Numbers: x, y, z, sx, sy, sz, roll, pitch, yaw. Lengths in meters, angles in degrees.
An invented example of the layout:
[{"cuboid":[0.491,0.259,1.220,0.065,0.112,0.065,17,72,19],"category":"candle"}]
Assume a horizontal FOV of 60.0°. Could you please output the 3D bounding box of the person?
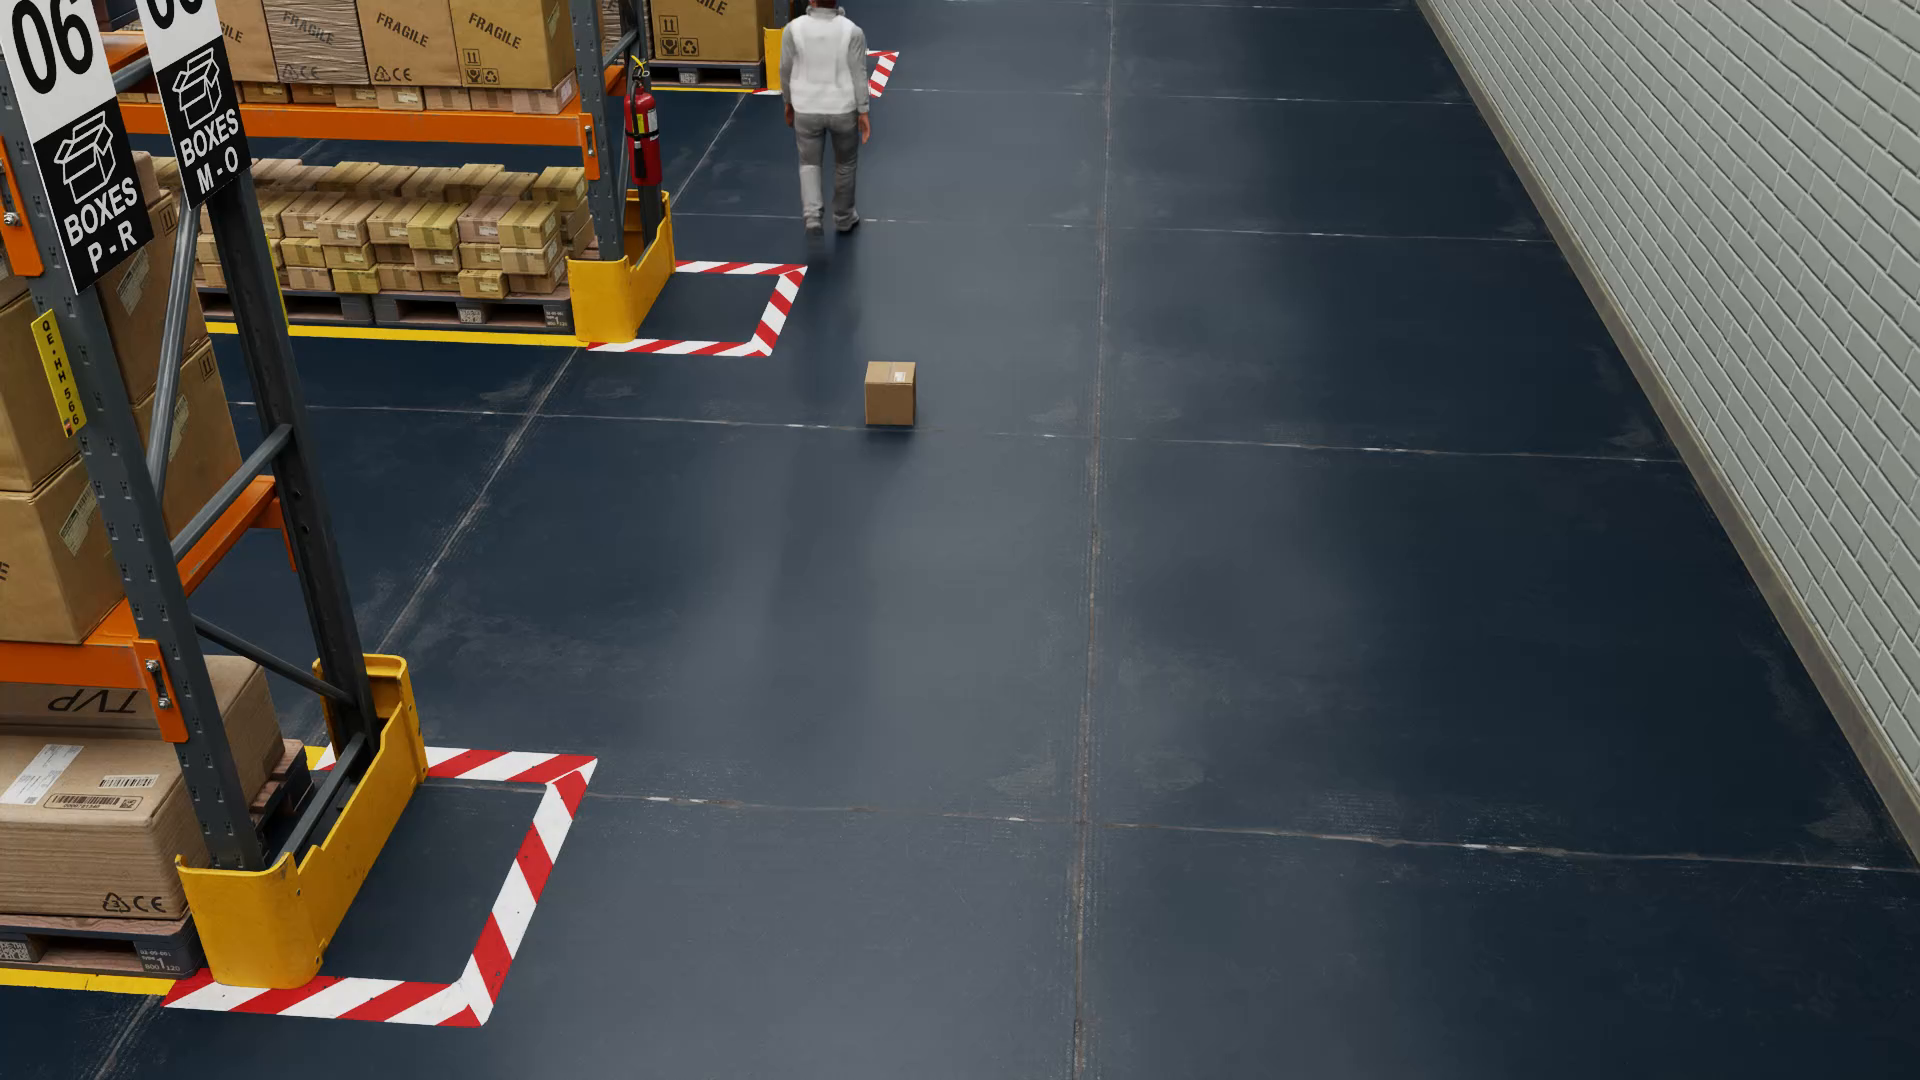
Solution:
[{"cuboid":[-0.845,-2.742,10.519,0.566,1.750,0.807,2,32,3],"category":"person"}]
